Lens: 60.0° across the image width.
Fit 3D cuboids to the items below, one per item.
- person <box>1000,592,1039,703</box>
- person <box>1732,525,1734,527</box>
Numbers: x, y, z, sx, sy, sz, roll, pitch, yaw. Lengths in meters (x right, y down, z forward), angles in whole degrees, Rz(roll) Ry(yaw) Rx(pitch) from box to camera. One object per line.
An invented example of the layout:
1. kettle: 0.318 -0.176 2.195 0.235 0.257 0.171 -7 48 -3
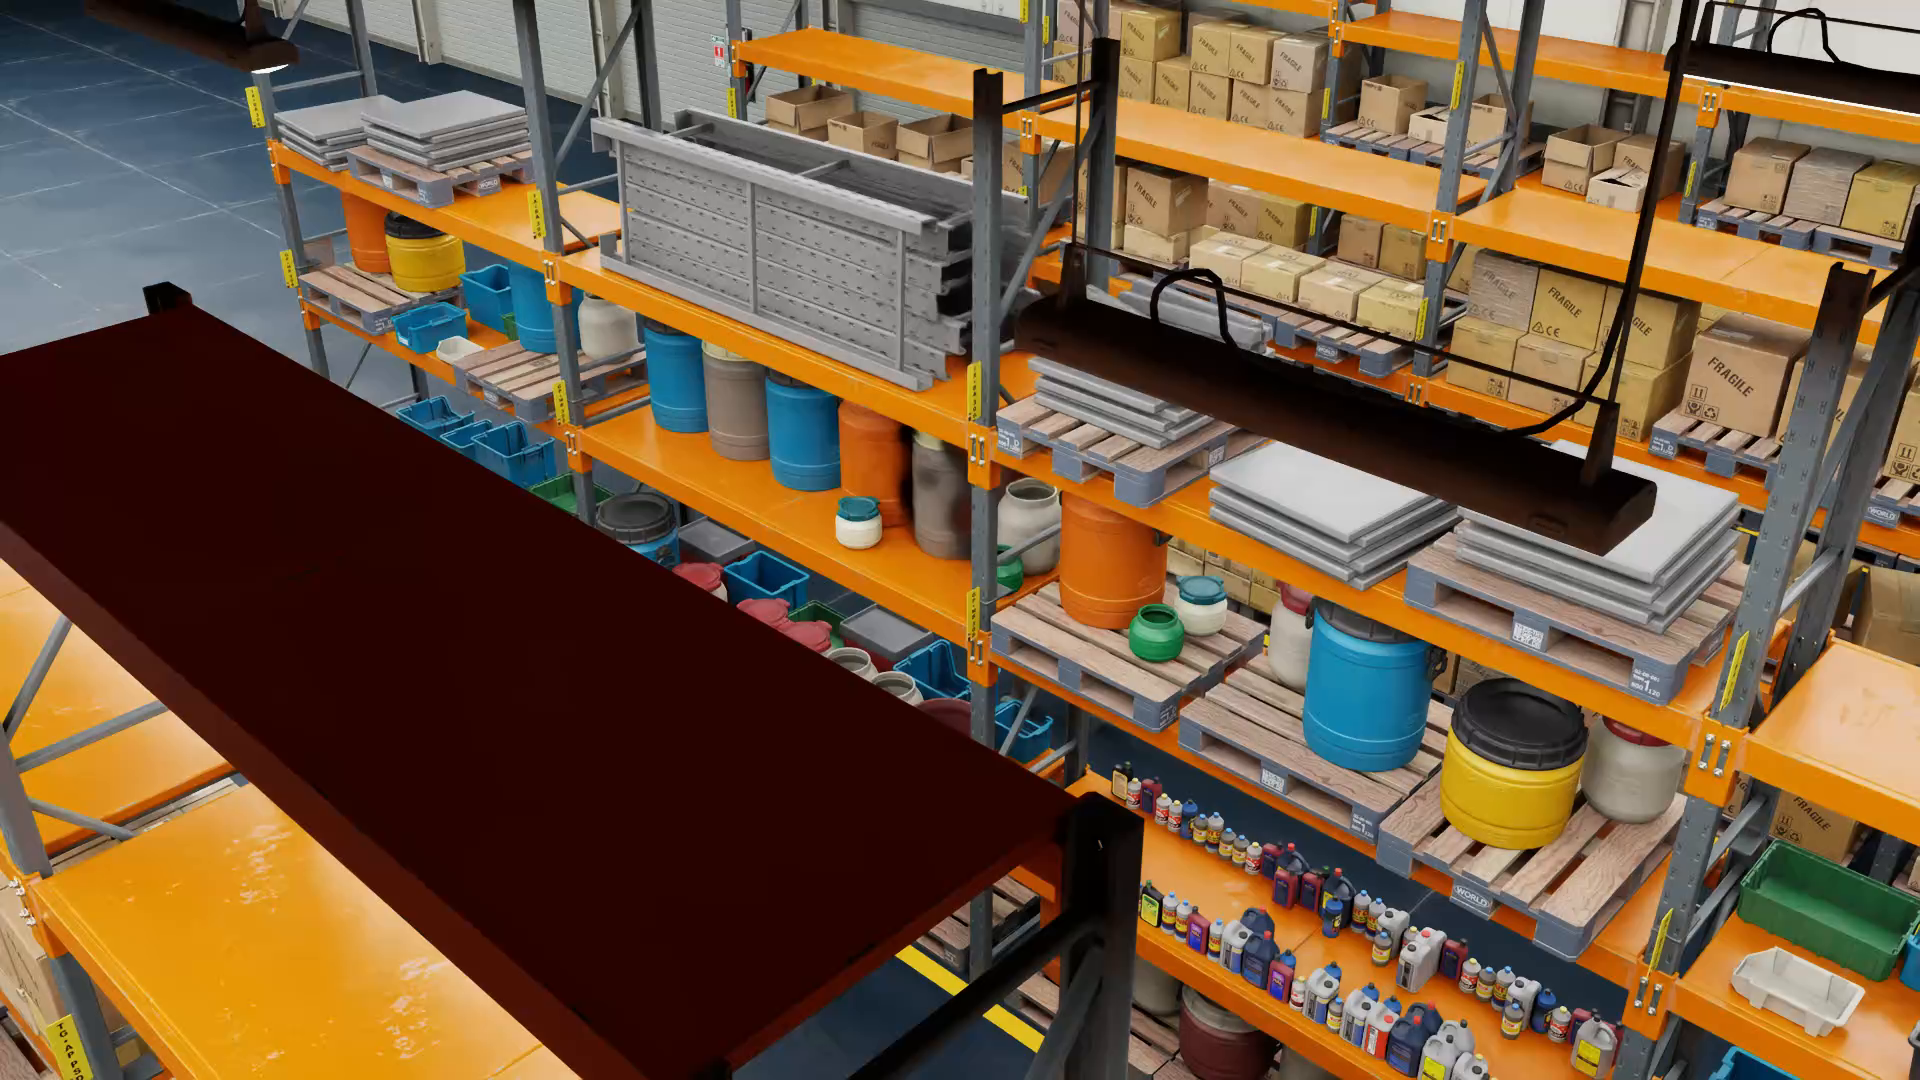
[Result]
1. person: 0.750 0.770 13.284 0.960 1.637 0.598 12 31 20
2. person: 6.157 0.170 14.182 0.647 1.681 0.653 22 36 33
